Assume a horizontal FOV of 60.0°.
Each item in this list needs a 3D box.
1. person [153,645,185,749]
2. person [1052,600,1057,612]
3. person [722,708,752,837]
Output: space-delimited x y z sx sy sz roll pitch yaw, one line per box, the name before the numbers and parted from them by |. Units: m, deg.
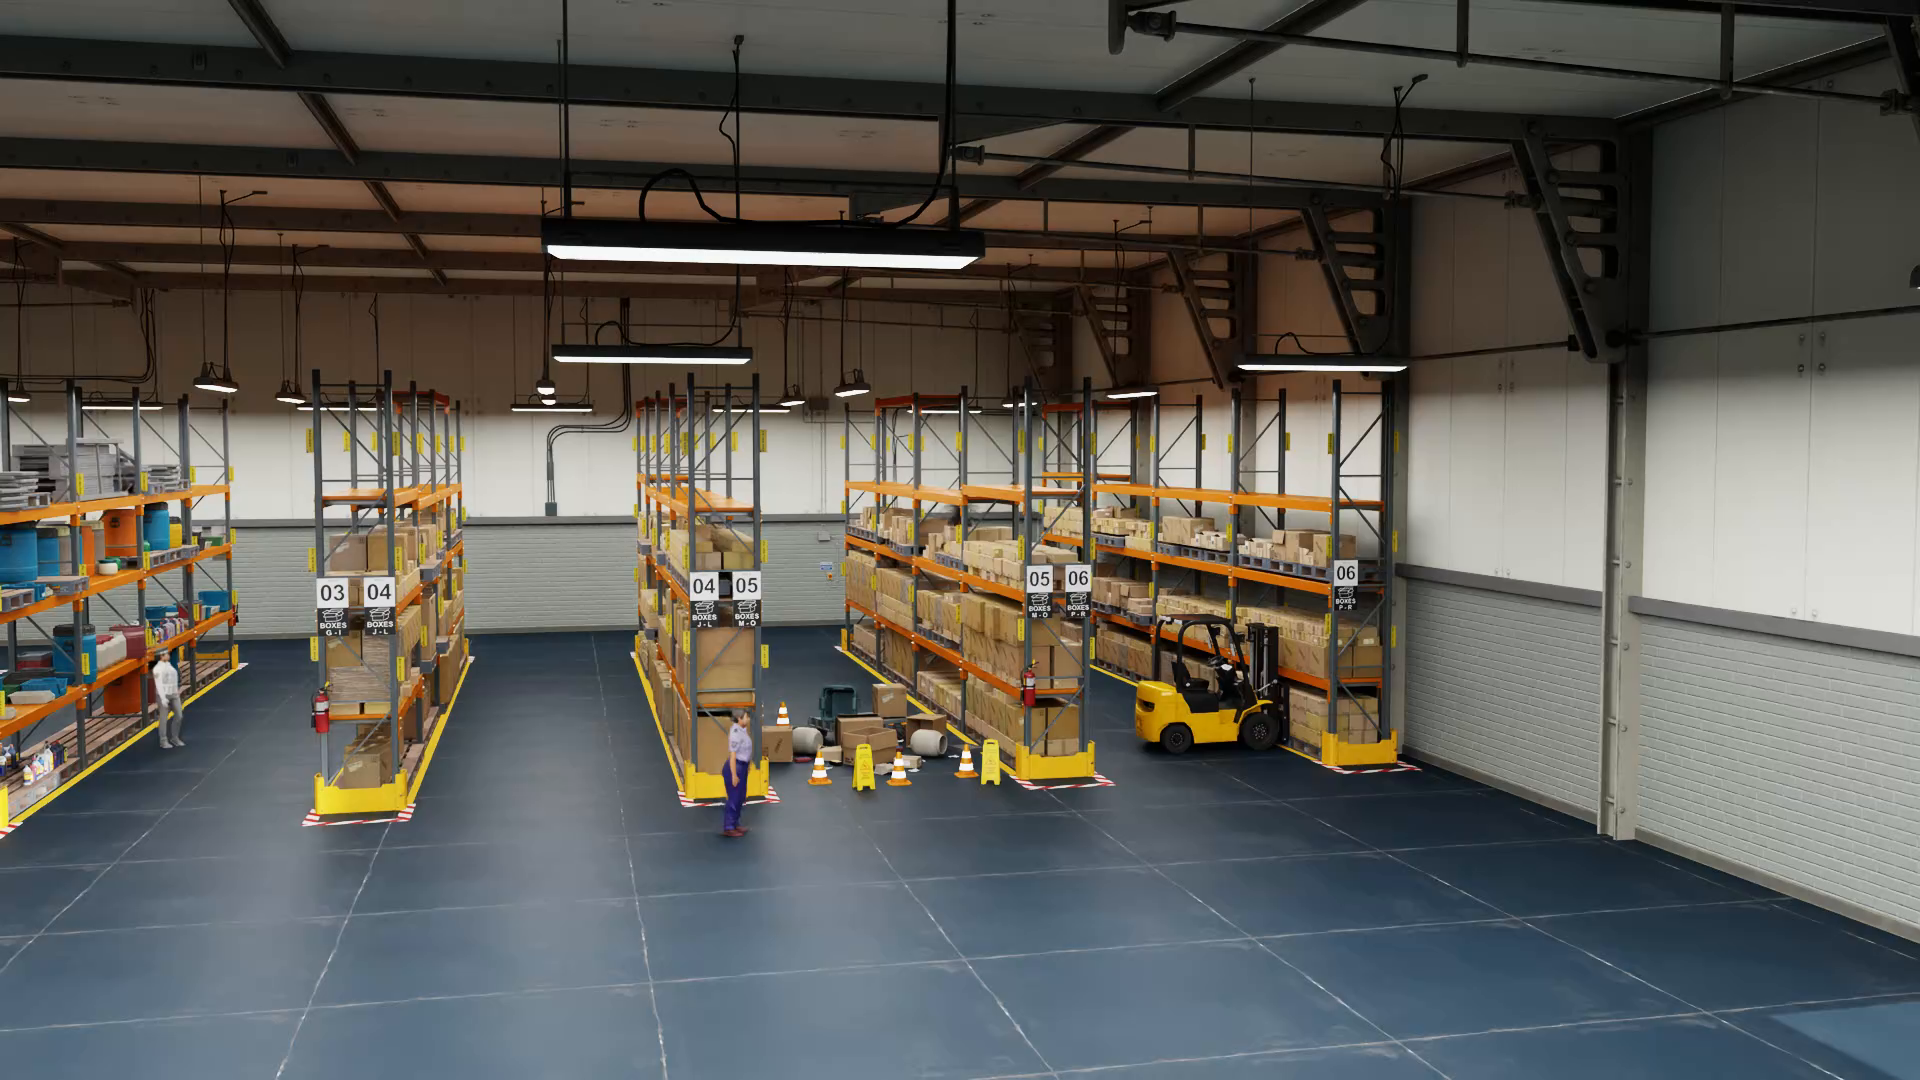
person | -13.063 2.601 27.425 0.437 1.729 0.534 1 4 21
person | 1.913 1.975 36.877 0.384 1.779 0.612 -2 4 -26
person | -2.848 2.965 21.268 0.375 1.634 0.576 0 3 0
